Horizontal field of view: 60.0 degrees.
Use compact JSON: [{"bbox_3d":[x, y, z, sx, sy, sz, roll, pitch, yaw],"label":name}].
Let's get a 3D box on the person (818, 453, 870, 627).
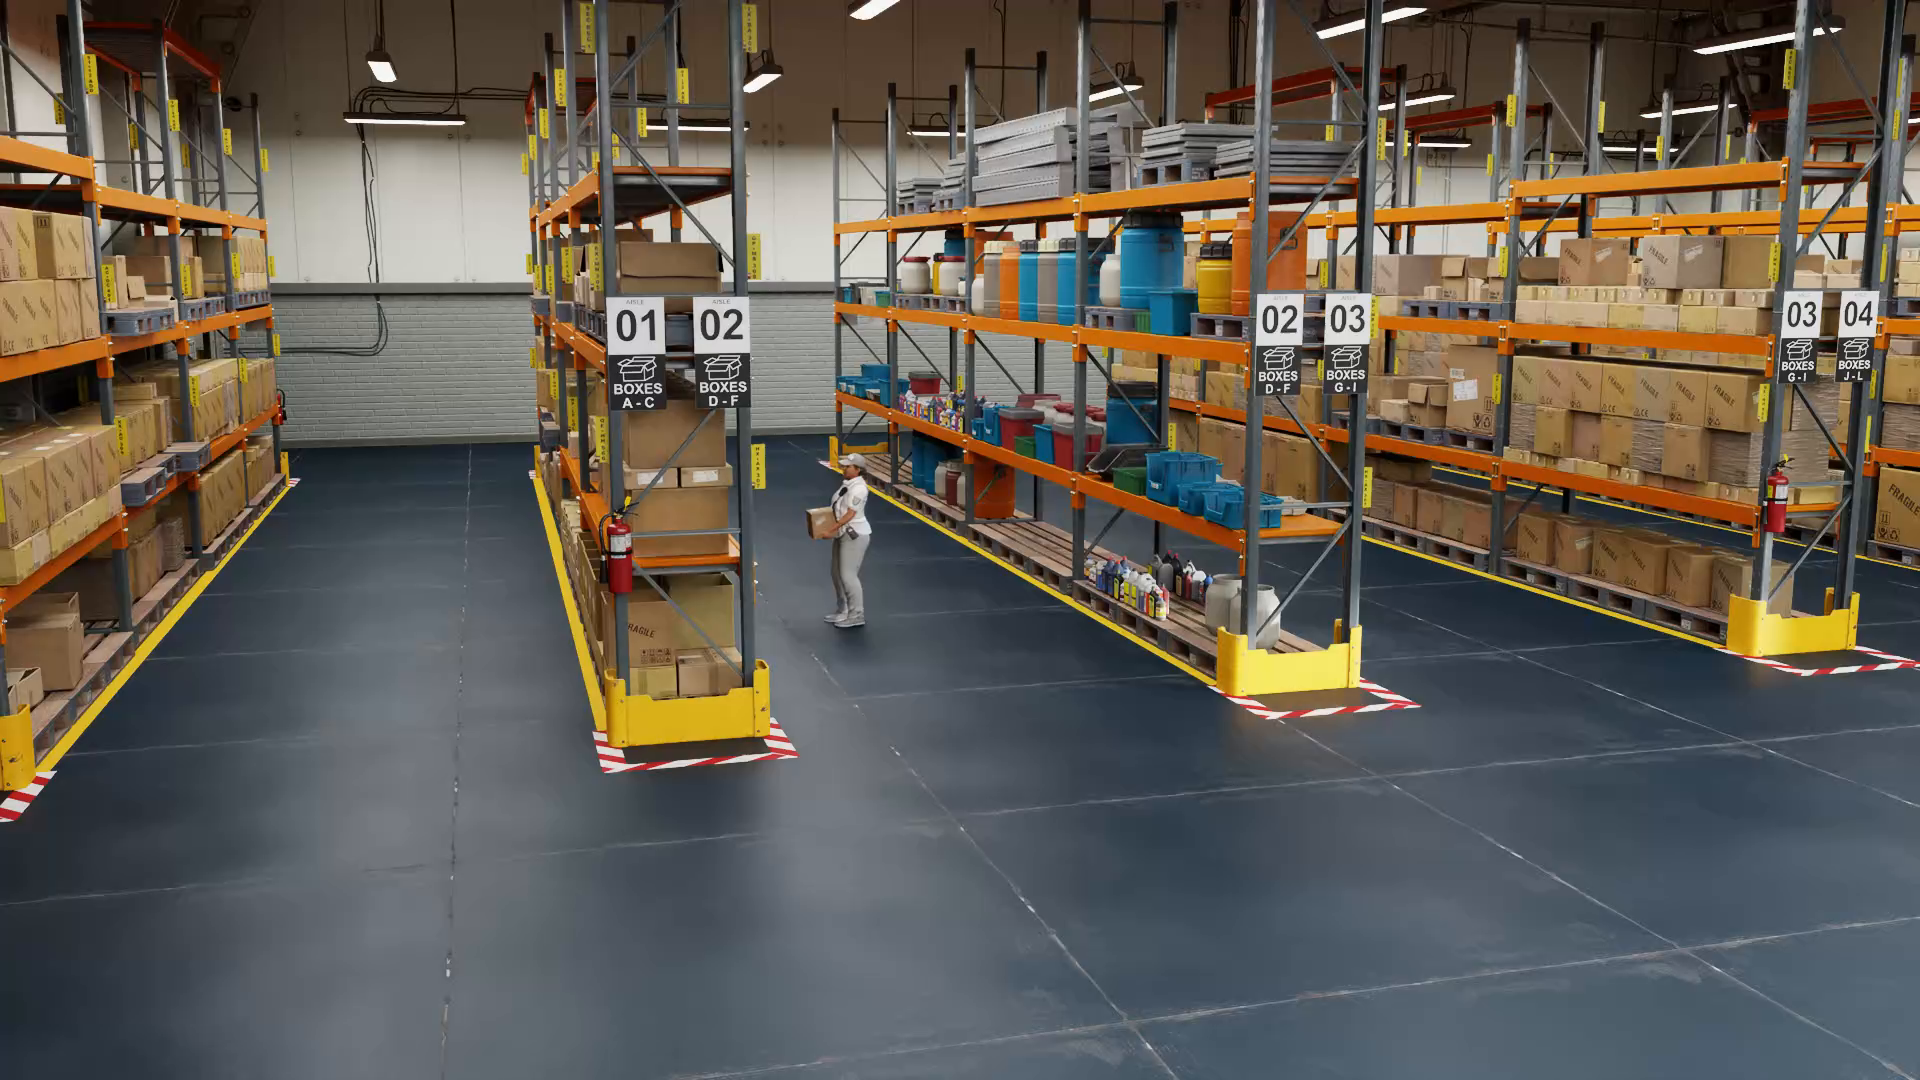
[{"bbox_3d":[-1.133,-0.007,15.938,0.515,1.653,0.447,-3,10,-16],"label":"person"}]
